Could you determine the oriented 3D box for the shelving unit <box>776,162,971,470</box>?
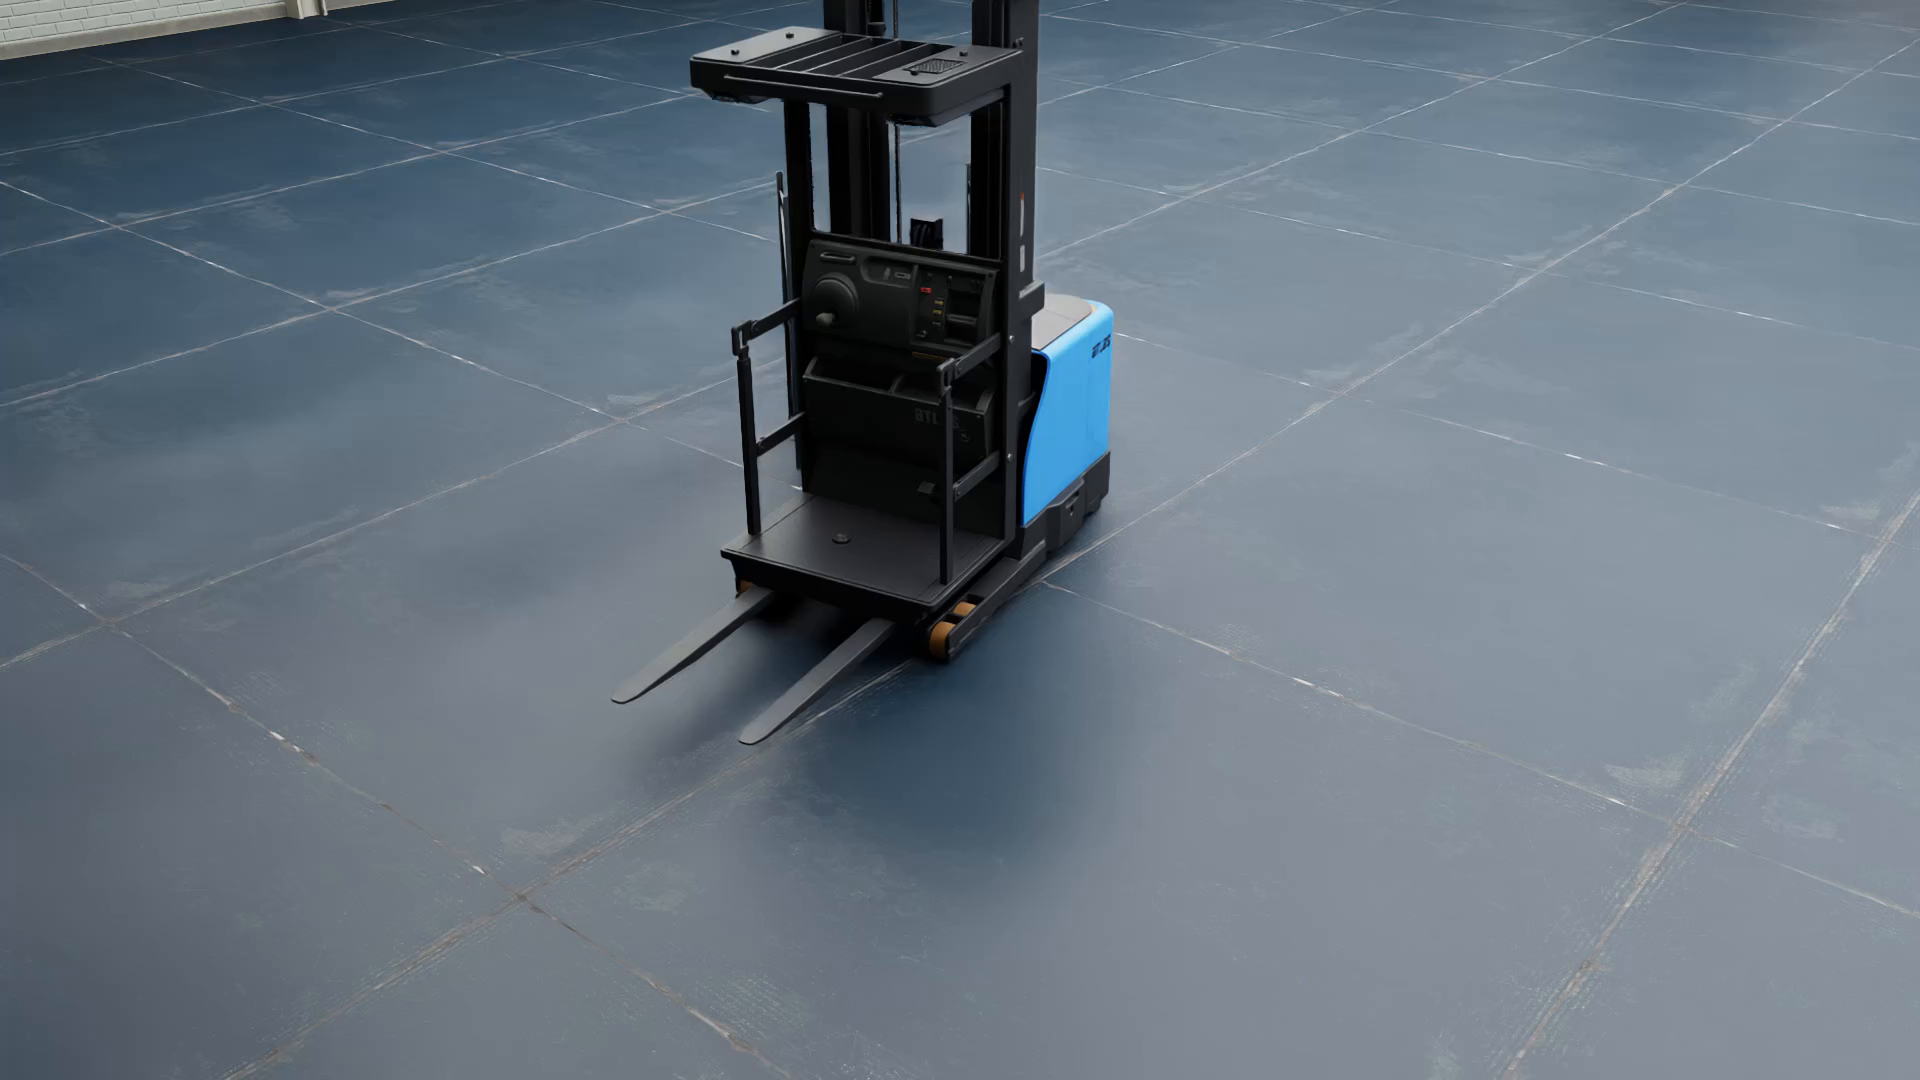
[{"bbox_3d":[-0.407,-1.198,8.933,1.048,1.500,0.538,-4,28,-9],"label":"shelving unit"}]

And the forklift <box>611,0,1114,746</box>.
[{"bbox_3d":[-0.370,-1.016,7.025,1.130,2.935,3.031,14,30,25],"label":"forklift"}]

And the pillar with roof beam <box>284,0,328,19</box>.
[{"bbox_3d":[-4.974,-9.405,16.637,9.100,9.000,0.400,21,34,34],"label":"pillar with roof beam"}]

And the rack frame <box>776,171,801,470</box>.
[{"bbox_3d":[-0.908,-1.159,8.857,0.032,1.500,0.500,-4,28,-9],"label":"rack frame"}]

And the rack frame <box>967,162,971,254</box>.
[{"bbox_3d":[0.094,-1.237,9.010,0.032,1.500,0.500,-4,28,-9],"label":"rack frame"}]
